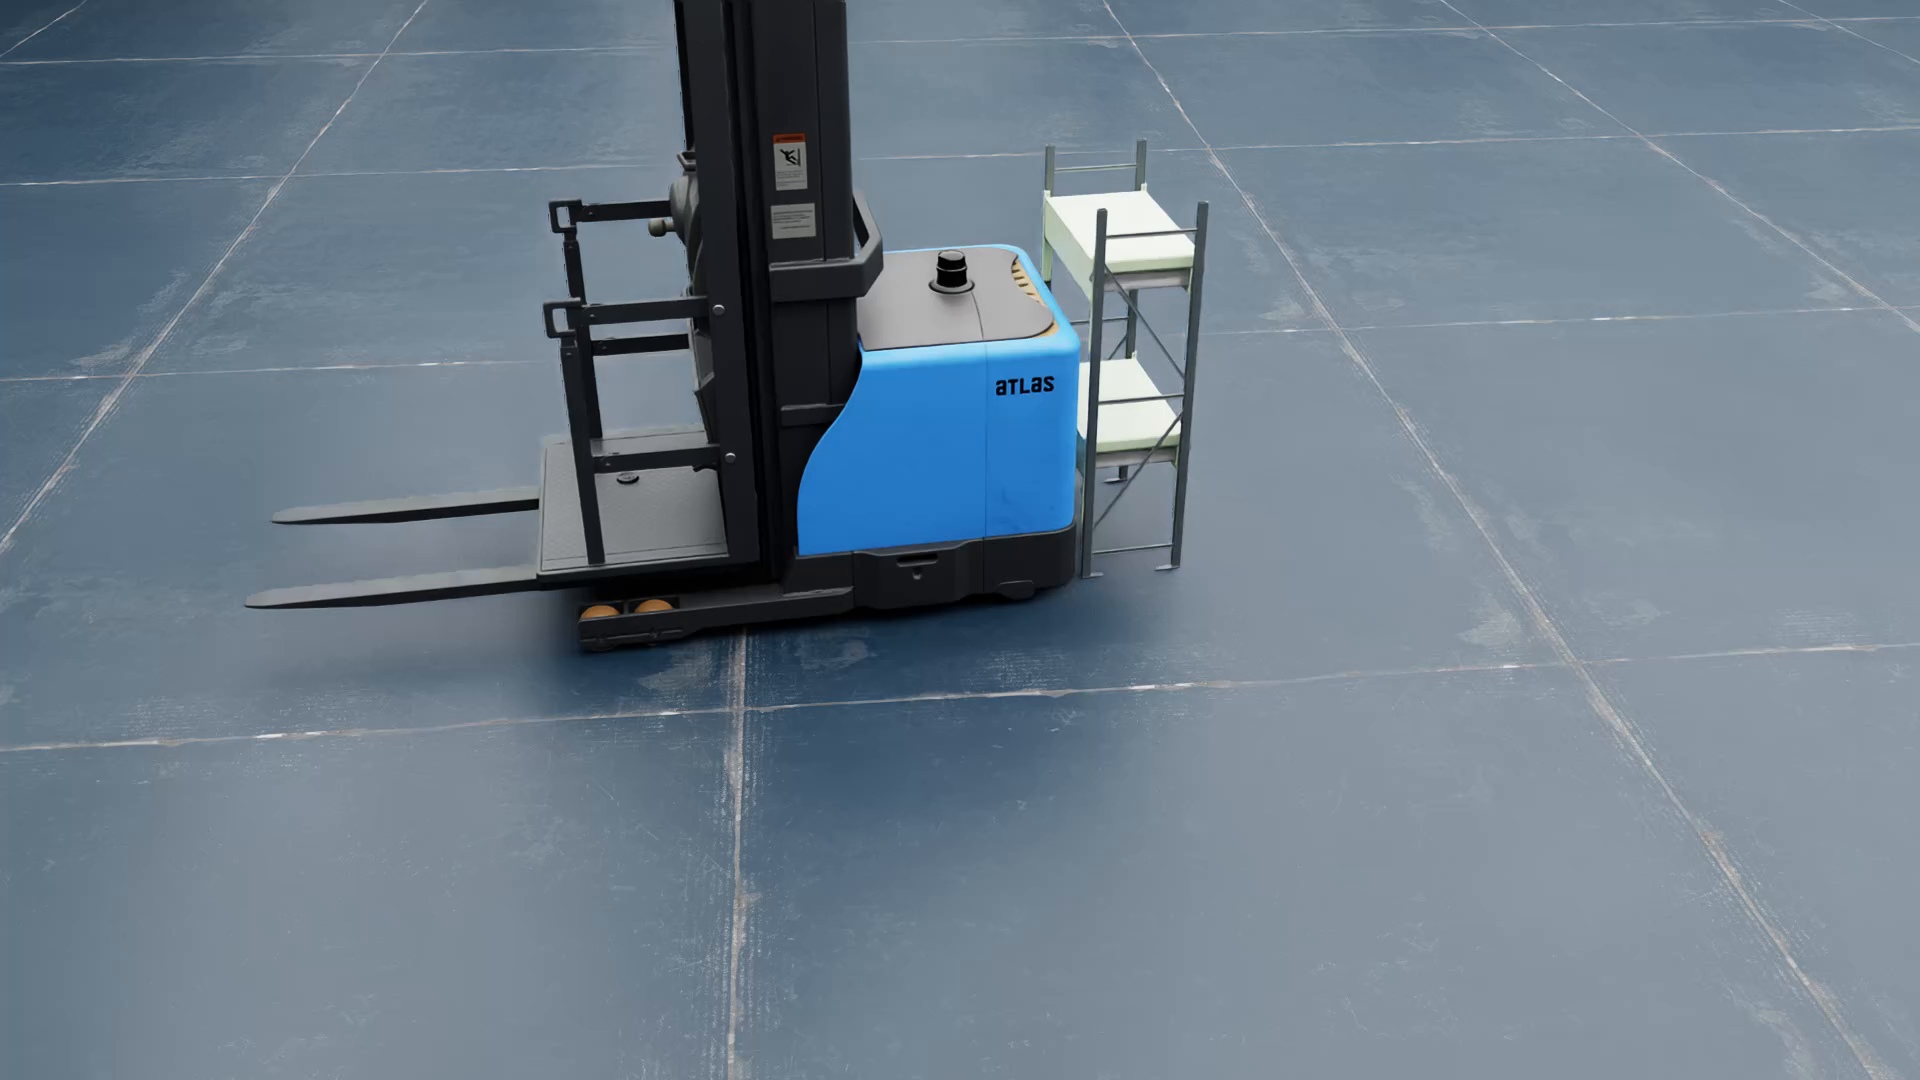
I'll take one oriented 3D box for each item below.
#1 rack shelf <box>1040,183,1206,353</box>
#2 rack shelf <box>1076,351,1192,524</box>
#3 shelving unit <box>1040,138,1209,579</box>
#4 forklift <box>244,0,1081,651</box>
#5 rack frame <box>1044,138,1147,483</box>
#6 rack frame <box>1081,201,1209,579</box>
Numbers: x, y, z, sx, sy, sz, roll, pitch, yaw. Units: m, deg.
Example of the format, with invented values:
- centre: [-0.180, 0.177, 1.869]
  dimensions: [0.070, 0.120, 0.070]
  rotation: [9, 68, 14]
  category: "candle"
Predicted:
- centre: [0.597, -1.036, 6.260]
  dimensions: [0.431, 0.370, 0.720]
  rotation: [-6, 31, -10]
  category: "rack shelf"
- centre: [0.597, -0.421, 6.627]
  dimensions: [0.431, 0.370, 0.720]
  rotation: [-6, 31, -10]
  category: "rack shelf"
- centre: [0.597, -0.700, 6.460]
  dimensions: [0.431, 1.500, 0.755]
  rotation: [-6, 31, -10]
  category: "shelving unit"
- centre: [-1.126, -1.147, 5.812]
  dimensions: [3.031, 2.935, 1.130]
  rotation: [-6, 31, -9]
  category: "forklift"
- centre: [0.524, -0.884, 6.768]
  dimensions: [0.400, 1.500, 0.023]
  rotation: [-6, 31, -10]
  category: "rack frame"
- centre: [0.670, -0.517, 6.152]
  dimensions: [0.400, 1.500, 0.023]
  rotation: [-6, 31, -10]
  category: "rack frame"
